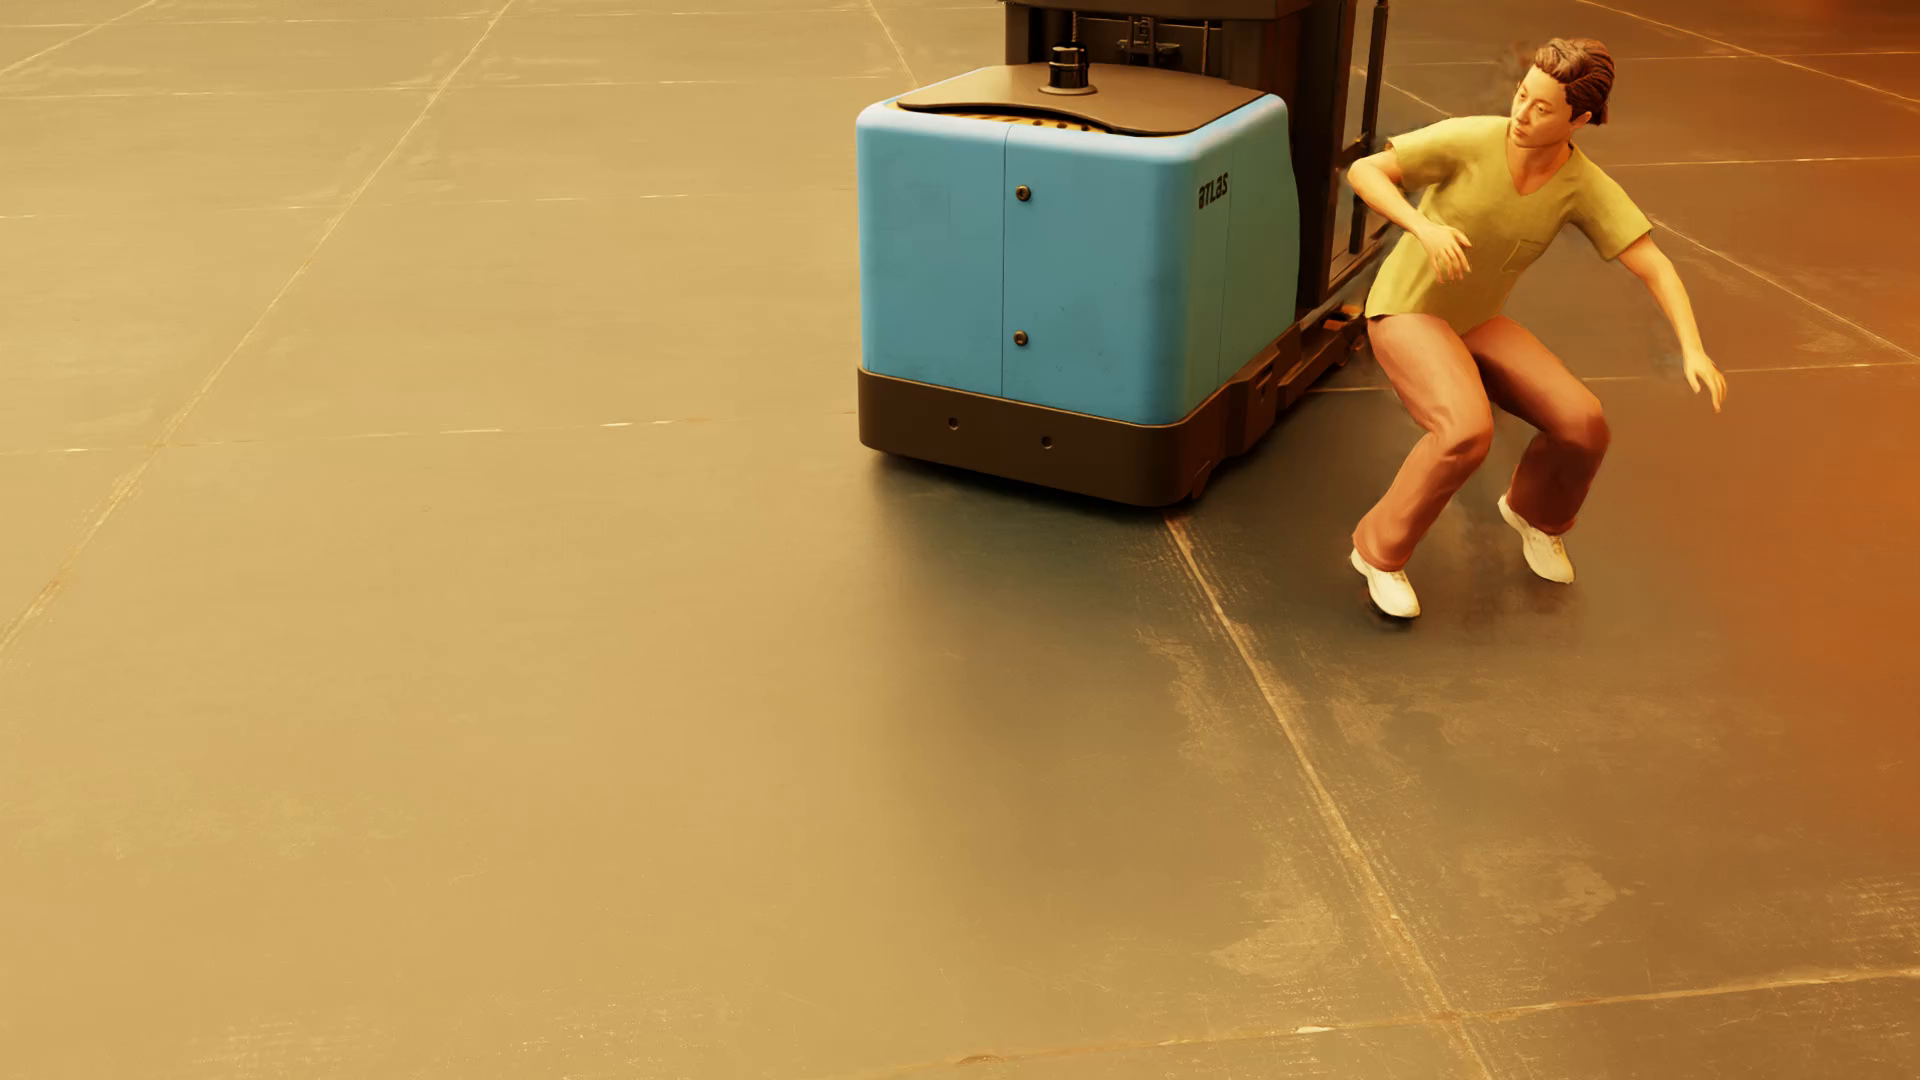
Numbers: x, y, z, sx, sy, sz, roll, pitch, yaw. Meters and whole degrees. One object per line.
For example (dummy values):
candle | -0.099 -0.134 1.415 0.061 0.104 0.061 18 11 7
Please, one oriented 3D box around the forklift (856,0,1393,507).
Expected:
forklift | 0.841 -2.016 5.412 1.130 2.935 3.031 13 29 26

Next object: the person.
person | 1.317 -0.472 3.996 0.722 1.417 0.796 -7 27 -14
